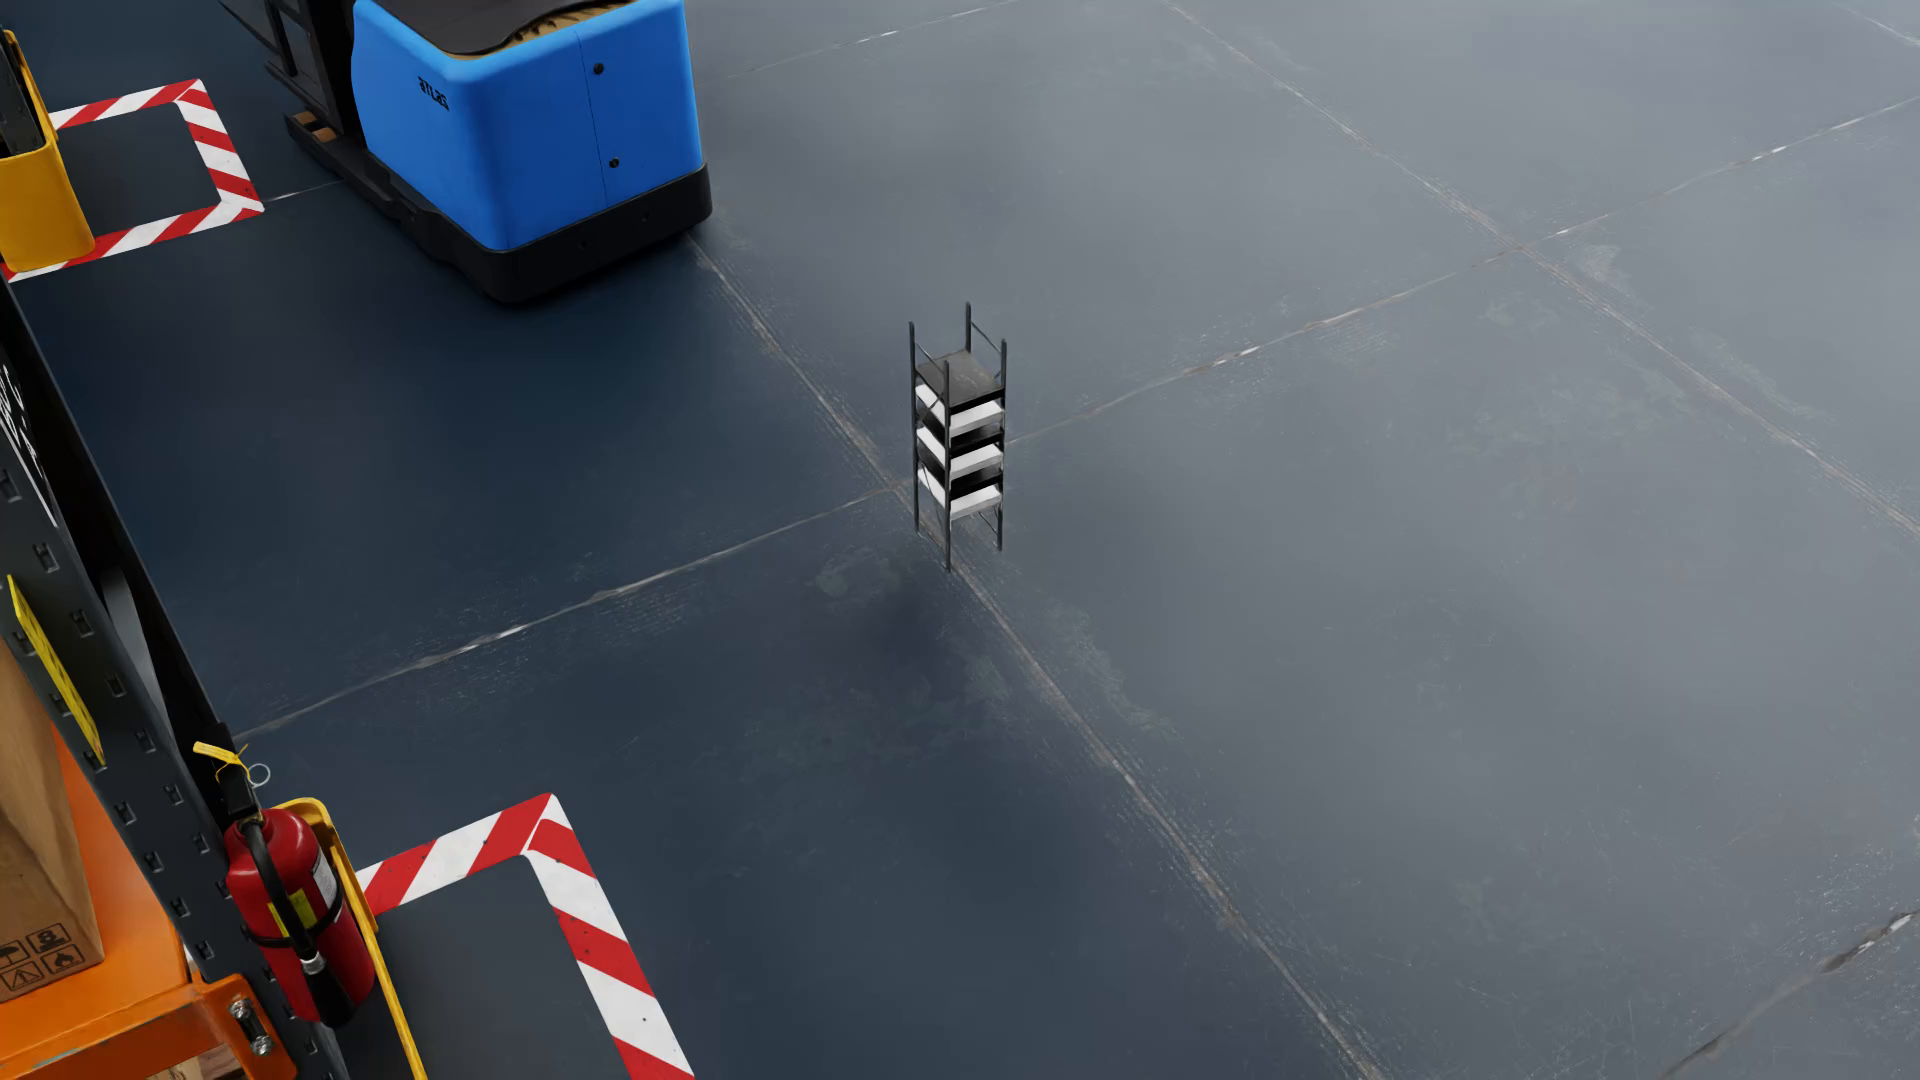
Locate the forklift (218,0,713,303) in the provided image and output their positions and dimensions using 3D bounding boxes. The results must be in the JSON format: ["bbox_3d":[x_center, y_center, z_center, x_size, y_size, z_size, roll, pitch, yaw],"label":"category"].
[{"bbox_3d":[-2.408,-2.944,6.679,1.130,2.935,3.031,-32,52,-28],"label":"forklift"}]

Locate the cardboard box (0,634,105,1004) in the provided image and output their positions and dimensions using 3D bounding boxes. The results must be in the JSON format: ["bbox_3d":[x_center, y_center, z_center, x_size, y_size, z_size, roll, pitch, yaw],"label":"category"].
[{"bbox_3d":[-1.970,0.477,3.033,0.500,0.500,0.700,-22,48,-21],"label":"cardboard box"}]

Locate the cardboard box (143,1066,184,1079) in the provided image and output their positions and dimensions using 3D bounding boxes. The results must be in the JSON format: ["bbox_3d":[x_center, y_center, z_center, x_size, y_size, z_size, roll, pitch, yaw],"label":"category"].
[{"bbox_3d":[-1.876,1.291,3.400,0.500,0.500,0.500,-22,48,-21],"label":"cardboard box"}]

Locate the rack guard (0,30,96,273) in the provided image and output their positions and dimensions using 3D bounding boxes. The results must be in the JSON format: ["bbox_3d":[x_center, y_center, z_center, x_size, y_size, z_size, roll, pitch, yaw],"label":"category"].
[{"bbox_3d":[-4.066,-1.682,7.124,0.348,0.500,1.175,-22,48,-21],"label":"rack guard"}]

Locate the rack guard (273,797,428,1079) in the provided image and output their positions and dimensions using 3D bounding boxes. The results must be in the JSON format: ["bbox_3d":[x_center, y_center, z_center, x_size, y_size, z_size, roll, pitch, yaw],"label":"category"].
[{"bbox_3d":[-1.538,1.247,4.106,0.348,0.500,1.175,-22,48,-21],"label":"rack guard"}]

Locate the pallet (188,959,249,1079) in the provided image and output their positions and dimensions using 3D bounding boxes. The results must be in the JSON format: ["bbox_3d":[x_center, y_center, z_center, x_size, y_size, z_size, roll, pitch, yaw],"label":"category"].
[{"bbox_3d":[-2.201,1.650,3.898,1.213,0.211,1.003,-22,48,-21],"label":"pallet"}]

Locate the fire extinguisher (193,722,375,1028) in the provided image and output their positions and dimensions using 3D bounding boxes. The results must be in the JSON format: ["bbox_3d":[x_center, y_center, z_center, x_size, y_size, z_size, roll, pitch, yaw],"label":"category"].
[{"bbox_3d":[-1.225,0.626,3.007,0.183,0.674,0.296,-22,48,-21],"label":"fire extinguisher"}]

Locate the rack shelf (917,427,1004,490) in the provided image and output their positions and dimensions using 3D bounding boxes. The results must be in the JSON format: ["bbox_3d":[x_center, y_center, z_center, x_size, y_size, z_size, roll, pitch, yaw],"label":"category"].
[{"bbox_3d":[-0.007,-0.296,5.457,0.200,0.077,0.258,-22,48,-21],"label":"rack shelf"}]

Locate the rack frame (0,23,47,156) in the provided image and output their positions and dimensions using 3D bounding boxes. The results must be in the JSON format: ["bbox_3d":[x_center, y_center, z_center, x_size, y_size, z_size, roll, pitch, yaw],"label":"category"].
[{"bbox_3d":[-4.024,-2.634,6.310,0.127,3.000,1.000,-22,48,-21],"label":"rack frame"}]

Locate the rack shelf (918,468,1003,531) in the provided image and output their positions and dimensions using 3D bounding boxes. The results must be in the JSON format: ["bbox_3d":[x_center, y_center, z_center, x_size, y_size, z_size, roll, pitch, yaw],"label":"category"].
[{"bbox_3d":[-0.007,-0.167,5.582,0.200,0.077,0.258,-22,48,-21],"label":"rack shelf"}]

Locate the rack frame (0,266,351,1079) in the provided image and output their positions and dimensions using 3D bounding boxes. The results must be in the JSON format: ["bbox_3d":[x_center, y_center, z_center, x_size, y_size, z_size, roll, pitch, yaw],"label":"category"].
[{"bbox_3d":[-1.559,0.359,3.227,0.127,3.000,1.000,-22,48,-21],"label":"rack frame"}]

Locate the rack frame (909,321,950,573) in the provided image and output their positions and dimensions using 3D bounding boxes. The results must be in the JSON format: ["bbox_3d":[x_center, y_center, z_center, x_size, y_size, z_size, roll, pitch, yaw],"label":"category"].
[{"bbox_3d":[-0.095,-0.285,5.397,0.006,0.900,0.240,-22,48,-21],"label":"rack frame"}]

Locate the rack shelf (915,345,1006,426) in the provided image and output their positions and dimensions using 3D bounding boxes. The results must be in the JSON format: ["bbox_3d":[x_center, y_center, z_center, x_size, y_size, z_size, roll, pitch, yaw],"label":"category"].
[{"bbox_3d":[-0.007,-0.490,5.269,0.200,0.077,0.258,-22,48,-21],"label":"rack shelf"}]

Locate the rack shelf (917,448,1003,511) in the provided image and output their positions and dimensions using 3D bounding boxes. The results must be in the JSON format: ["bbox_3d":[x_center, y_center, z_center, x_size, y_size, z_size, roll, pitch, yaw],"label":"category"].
[{"bbox_3d":[-0.007,-0.232,5.520,0.200,0.077,0.258,-22,48,-21],"label":"rack shelf"}]

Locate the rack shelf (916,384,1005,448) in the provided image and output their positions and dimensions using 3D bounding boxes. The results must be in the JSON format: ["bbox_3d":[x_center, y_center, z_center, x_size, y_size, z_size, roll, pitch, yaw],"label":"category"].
[{"bbox_3d":[-0.007,-0.425,5.332,0.200,0.077,0.258,-22,48,-21],"label":"rack shelf"}]

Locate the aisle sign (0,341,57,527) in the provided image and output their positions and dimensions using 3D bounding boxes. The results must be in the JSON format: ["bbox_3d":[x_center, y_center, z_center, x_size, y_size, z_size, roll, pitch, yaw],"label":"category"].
[{"bbox_3d":[-1.356,-0.420,2.162,0.004,0.787,0.394,-22,48,-21],"label":"aisle sign"}]

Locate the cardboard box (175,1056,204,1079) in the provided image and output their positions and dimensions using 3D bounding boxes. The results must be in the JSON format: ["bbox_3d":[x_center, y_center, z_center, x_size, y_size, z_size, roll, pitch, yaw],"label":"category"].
[{"bbox_3d":[-2.135,1.246,3.985,0.500,0.250,0.500,-22,48,-21],"label":"cardboard box"}]

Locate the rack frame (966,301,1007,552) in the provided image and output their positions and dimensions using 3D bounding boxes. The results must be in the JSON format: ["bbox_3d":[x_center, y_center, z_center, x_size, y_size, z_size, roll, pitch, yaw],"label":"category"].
[{"bbox_3d":[0.081,-0.355,5.470,0.006,0.900,0.240,-22,48,-21],"label":"rack frame"}]

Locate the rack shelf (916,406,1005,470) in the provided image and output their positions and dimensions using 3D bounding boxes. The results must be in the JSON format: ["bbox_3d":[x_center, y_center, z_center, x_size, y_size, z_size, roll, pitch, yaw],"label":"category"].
[{"bbox_3d":[-0.007,-0.361,5.394,0.200,0.077,0.258,-22,48,-21],"label":"rack shelf"}]

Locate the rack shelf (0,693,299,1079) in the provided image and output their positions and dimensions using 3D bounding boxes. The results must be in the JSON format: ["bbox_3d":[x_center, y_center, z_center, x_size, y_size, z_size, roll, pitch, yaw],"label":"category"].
[{"bbox_3d":[-3.293,1.311,2.762,4.000,0.370,1.077,-22,48,-21],"label":"rack shelf"}]

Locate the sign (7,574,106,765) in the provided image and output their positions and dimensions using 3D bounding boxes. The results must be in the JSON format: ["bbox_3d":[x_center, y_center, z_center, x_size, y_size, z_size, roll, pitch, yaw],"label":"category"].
[{"bbox_3d":[-1.301,0.190,2.398,0.005,0.325,0.100,-22,48,-21],"label":"sign"}]

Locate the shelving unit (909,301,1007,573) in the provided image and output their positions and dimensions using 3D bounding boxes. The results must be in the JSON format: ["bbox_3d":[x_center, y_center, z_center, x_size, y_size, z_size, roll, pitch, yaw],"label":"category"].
[{"bbox_3d":[-0.007,-0.320,5.434,0.210,0.900,0.258,-22,48,-21],"label":"shelving unit"}]
